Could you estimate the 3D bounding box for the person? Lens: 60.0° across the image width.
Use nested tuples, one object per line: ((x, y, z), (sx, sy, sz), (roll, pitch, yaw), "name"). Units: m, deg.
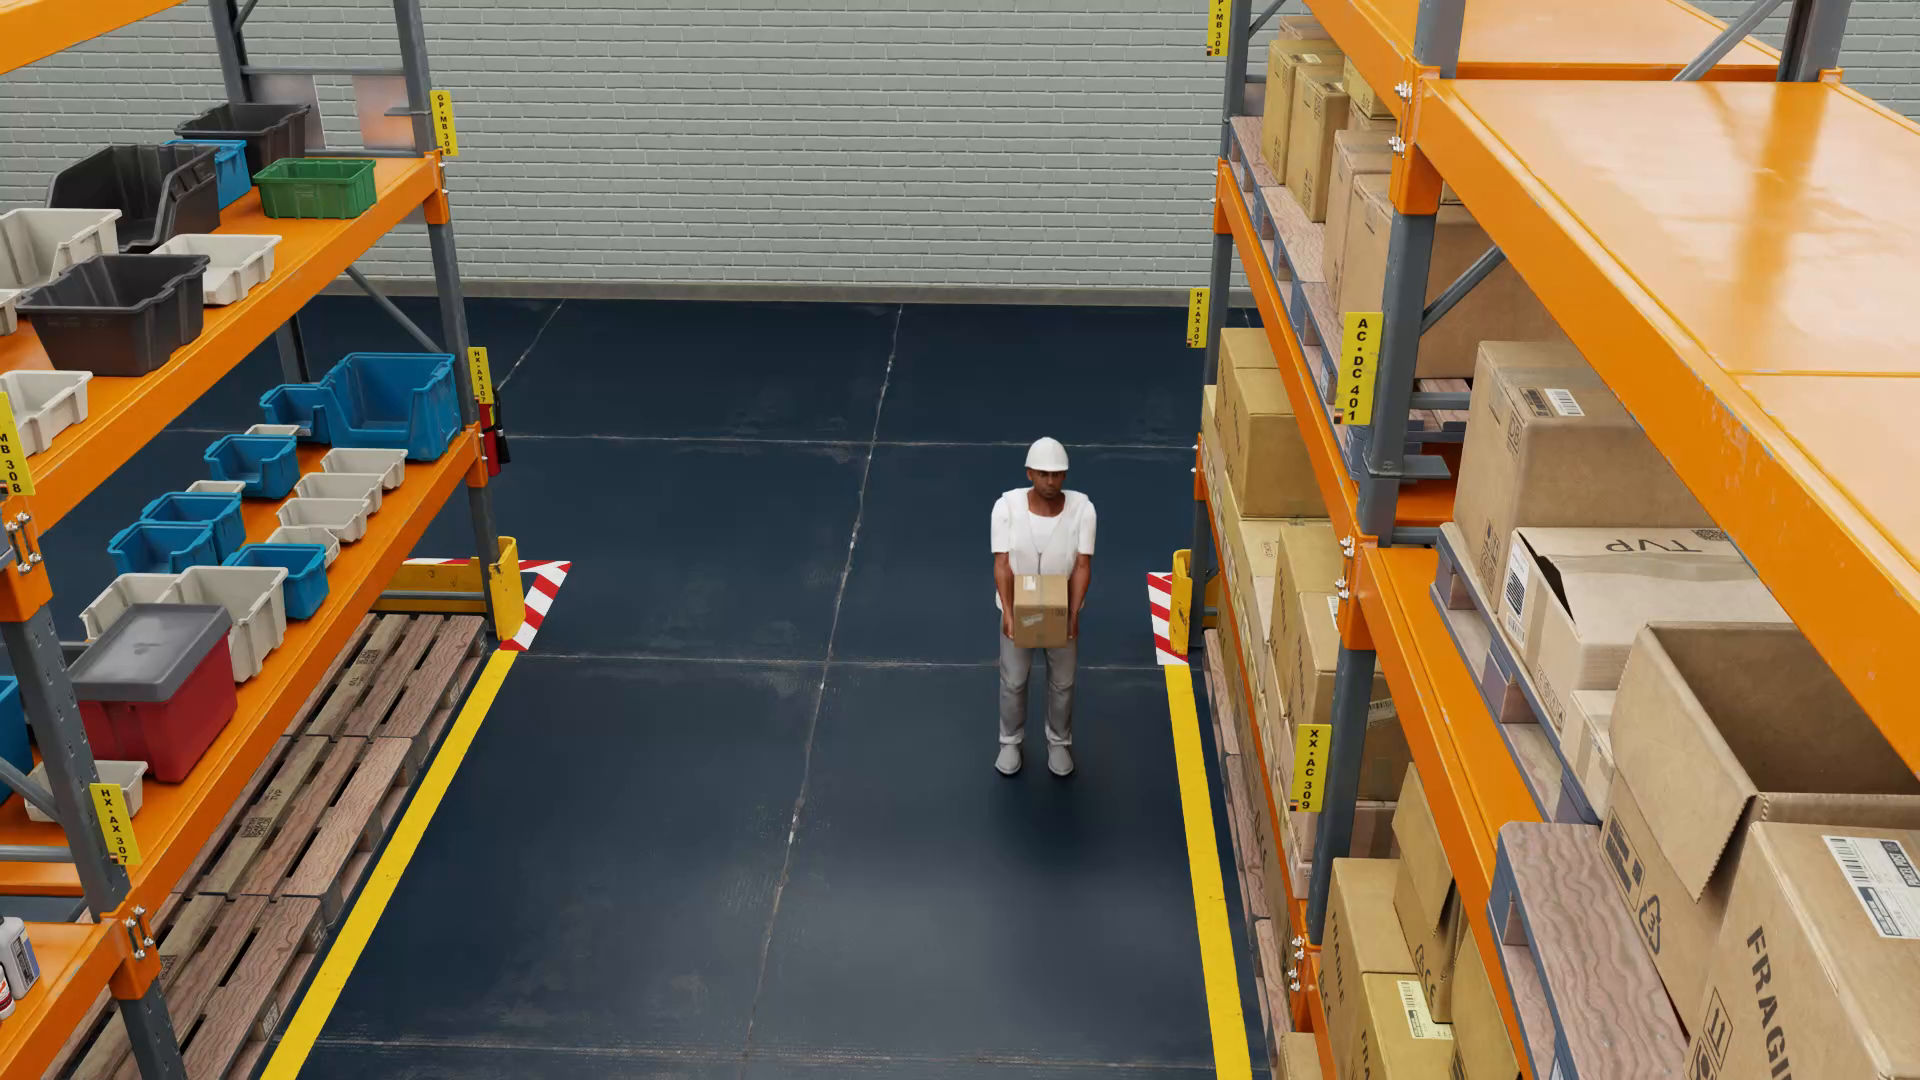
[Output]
((0.373, 0.373, 8.118), (0.523, 1.772, 0.559), (8, 29, 14), "person")
